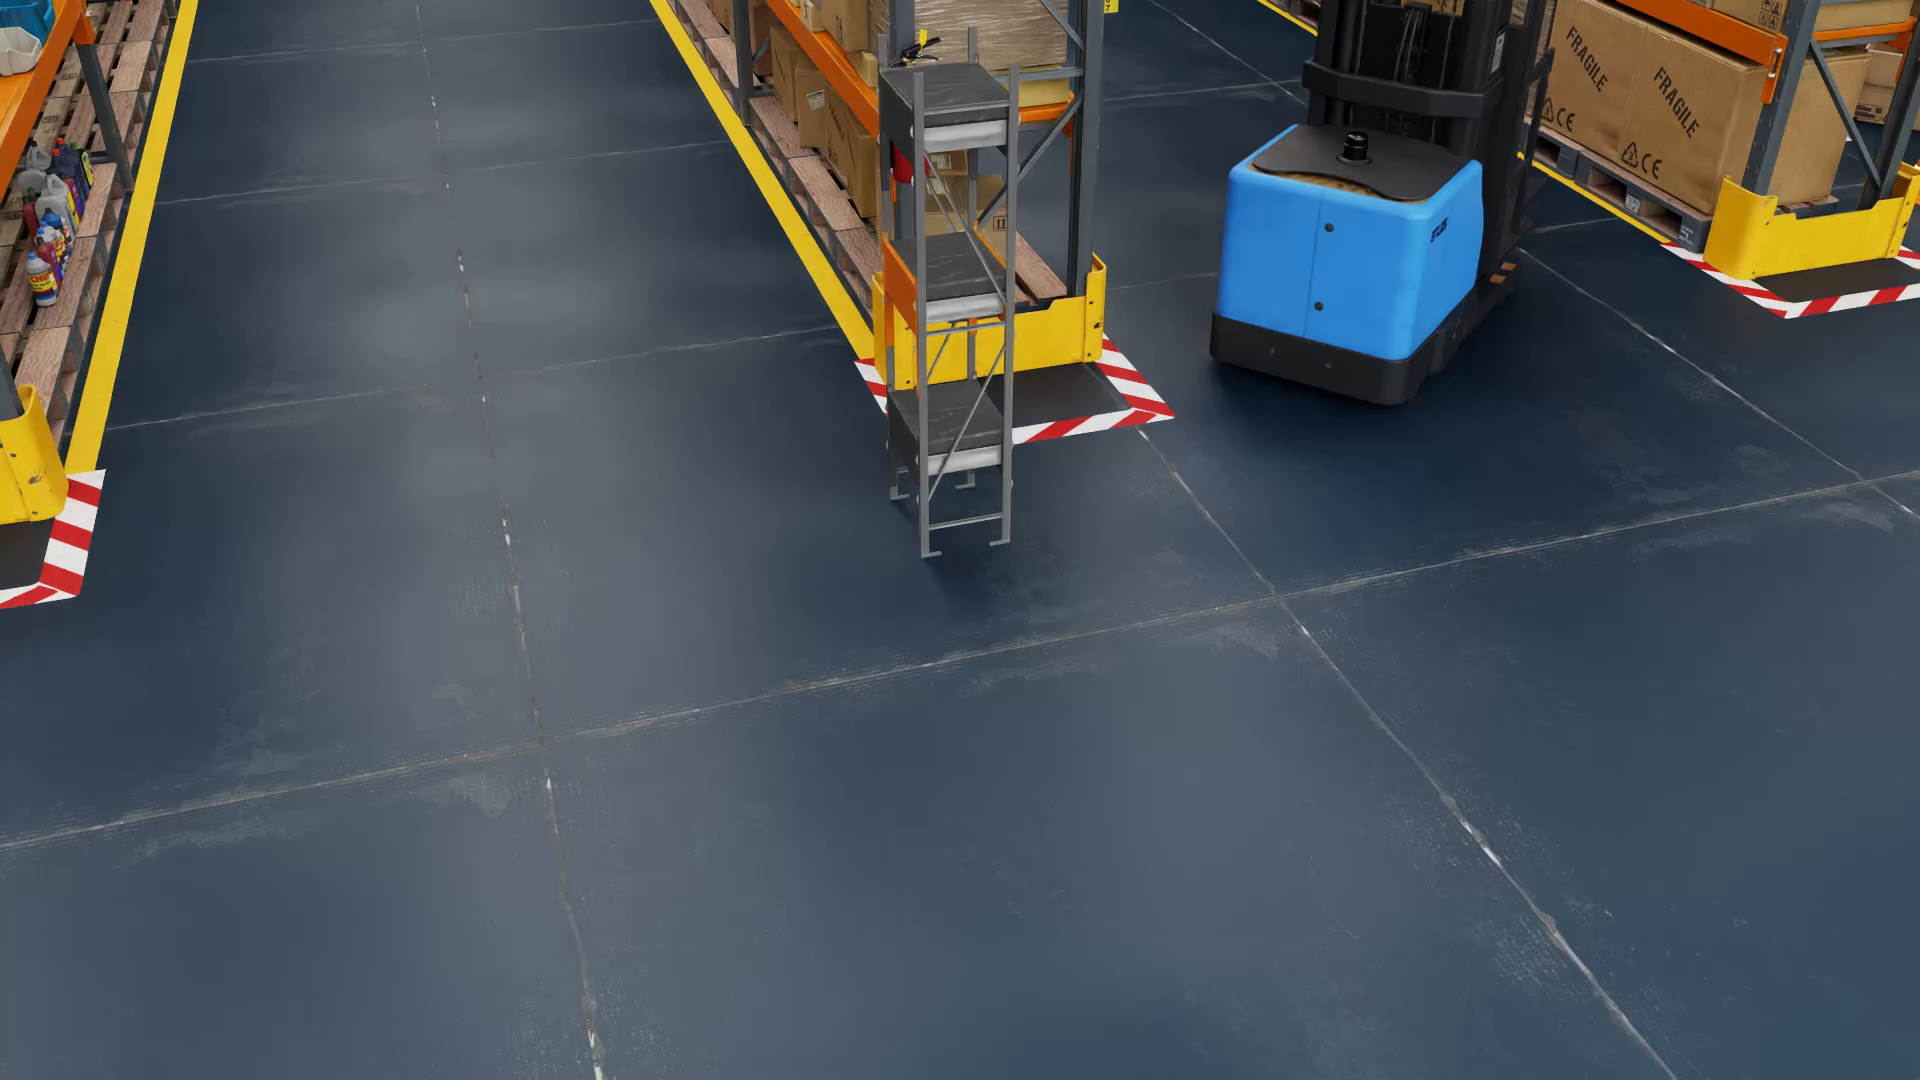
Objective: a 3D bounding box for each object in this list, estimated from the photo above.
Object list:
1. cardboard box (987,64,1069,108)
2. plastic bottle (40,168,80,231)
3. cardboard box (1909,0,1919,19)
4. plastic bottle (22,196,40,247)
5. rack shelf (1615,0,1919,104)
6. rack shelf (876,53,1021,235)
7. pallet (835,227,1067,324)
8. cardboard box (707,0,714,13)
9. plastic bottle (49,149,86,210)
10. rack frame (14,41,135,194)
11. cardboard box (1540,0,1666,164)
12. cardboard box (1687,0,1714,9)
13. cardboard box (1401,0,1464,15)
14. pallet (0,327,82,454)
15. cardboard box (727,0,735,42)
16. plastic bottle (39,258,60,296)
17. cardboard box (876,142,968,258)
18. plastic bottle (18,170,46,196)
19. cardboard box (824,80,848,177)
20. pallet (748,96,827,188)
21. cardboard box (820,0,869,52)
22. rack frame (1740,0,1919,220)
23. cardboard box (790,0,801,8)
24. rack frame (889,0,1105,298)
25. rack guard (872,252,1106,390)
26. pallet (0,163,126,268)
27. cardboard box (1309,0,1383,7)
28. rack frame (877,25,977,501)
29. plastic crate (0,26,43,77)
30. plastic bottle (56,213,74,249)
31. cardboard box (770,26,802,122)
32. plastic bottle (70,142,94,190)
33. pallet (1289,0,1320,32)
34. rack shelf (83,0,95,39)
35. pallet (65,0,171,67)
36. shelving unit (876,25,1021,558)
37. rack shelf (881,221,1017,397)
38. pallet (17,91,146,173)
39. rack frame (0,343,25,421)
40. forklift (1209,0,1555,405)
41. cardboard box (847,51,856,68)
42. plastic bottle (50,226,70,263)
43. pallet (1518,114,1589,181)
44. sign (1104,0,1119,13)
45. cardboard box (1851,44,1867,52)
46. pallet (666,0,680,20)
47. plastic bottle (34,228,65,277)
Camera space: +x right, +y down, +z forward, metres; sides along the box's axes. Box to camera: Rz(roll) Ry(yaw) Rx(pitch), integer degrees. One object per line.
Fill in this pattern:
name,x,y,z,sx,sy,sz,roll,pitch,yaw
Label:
cardboard box,0.314,-2.232,8.134,0.380,0.149,0.250,-10,35,-15
plastic bottle,-5.135,-1.932,9.457,0.144,0.351,0.185,-10,35,-15
cardboard box,7.422,-4.080,12.969,0.500,0.500,0.500,13,36,18
plastic bottle,-5.191,-1.800,9.318,0.061,0.283,0.133,-10,35,-15
rack shelf,4.318,-3.678,10.747,1.077,0.370,4.000,-10,35,-15
rack shelf,-0.050,-1.536,6.424,0.431,0.518,0.480,-10,35,-15
pallet,-0.064,-1.456,9.262,1.003,0.211,1.213,-10,35,-15
cardboard box,-1.682,-4.554,13.289,0.700,0.500,0.500,-7,34,-11
plastic bottle,-5.234,-2.102,9.714,0.144,0.351,0.185,-12,35,-17
rack frame,-5.763,-3.414,9.696,1.000,3.000,0.127,-10,35,-15
cardboard box,4.388,-3.023,10.650,0.875,0.875,0.875,-11,35,-15
cardboard box,4.583,-3.463,9.633,0.875,0.550,0.550,-10,35,-15
cardboard box,3.833,-3.975,12.091,0.875,0.875,0.875,-9,35,-14
pallet,-4.854,-0.610,7.981,1.003,0.211,1.213,-10,35,-15
cardboard box,-1.341,-3.967,12.401,0.700,0.500,0.500,-10,35,-15
plastic bottle,-4.831,-1.389,8.770,0.097,0.201,0.097,0,33,0
cardboard box,-0.216,-1.918,9.318,0.500,0.500,0.500,-1,33,-2
plastic bottle,-5.367,-2.033,9.677,0.152,0.276,0.135,-10,35,-15
cardboard box,-0.516,-2.550,10.275,0.500,0.500,0.500,-13,36,-19
pallet,-0.808,-2.737,11.200,1.003,0.211,1.213,-10,35,-15
cardboard box,-0.235,-2.848,8.479,0.875,0.500,0.500,-10,35,-15
rack frame,4.928,-2.928,8.960,1.000,3.000,0.127,-10,35,-15
cardboard box,-0.797,-3.193,9.590,0.380,0.149,0.250,-10,35,-15
rack frame,0.174,-2.147,7.778,1.000,3.000,0.127,-10,35,-15
rack guard,0.151,-1.144,8.527,1.175,0.500,0.348,-10,35,-15
pallet,-5.598,-1.891,9.920,1.003,0.211,1.213,-10,35,-15
cardboard box,3.433,-4.575,13.113,1.050,0.750,0.750,-10,35,-15
rack frame,-0.125,-1.091,6.997,0.400,2.100,0.015,-10,35,-15
plastic crate,-5.027,-2.494,8.543,0.530,0.136,0.437,-10,35,-15
plastic bottle,-5.027,-1.727,9.281,0.097,0.201,0.097,0,33,0
cardboard box,-0.962,-3.162,11.201,0.500,0.500,0.500,-11,35,-16
plastic bottle,-5.302,-2.267,10.025,0.061,0.283,0.133,-8,34,-12
pallet,3.401,-4.257,13.501,1.003,0.211,1.213,-10,35,-15
rack shelf,-6.373,-4.164,11.483,1.077,0.370,4.000,-10,35,-15
pallet,-6.784,-3.937,13.017,1.003,0.211,1.213,-10,35,-15
shelving unit,-0.050,-0.963,6.803,0.431,2.100,0.503,-10,35,-15
rack shelf,-0.050,-0.952,6.810,0.431,0.518,0.480,-10,35,-15
pallet,-6.040,-2.656,11.078,1.003,0.211,1.213,-10,35,-15
rack frame,-4.543,-1.314,6.517,1.000,3.000,0.127,-10,35,-15
forklift,2.504,-2.655,8.609,1.130,2.935,3.031,19,38,27
cardboard box,-0.372,-2.545,8.608,0.380,0.149,0.250,-10,35,-15
plastic bottle,-4.965,-1.619,9.118,0.097,0.201,0.097,0,33,0
pallet,4.241,-2.810,11.312,1.003,0.211,1.213,-10,35,-15
sign,0.690,-2.599,7.677,0.100,0.325,0.005,-10,35,-15
cardboard box,6.371,-3.814,12.443,0.797,0.637,0.503,-10,35,-15
pallet,-2.030,-4.773,14.282,1.003,0.211,1.213,-10,35,-15
plastic bottle,-4.904,-1.543,8.941,0.097,0.271,0.097,0,33,0
